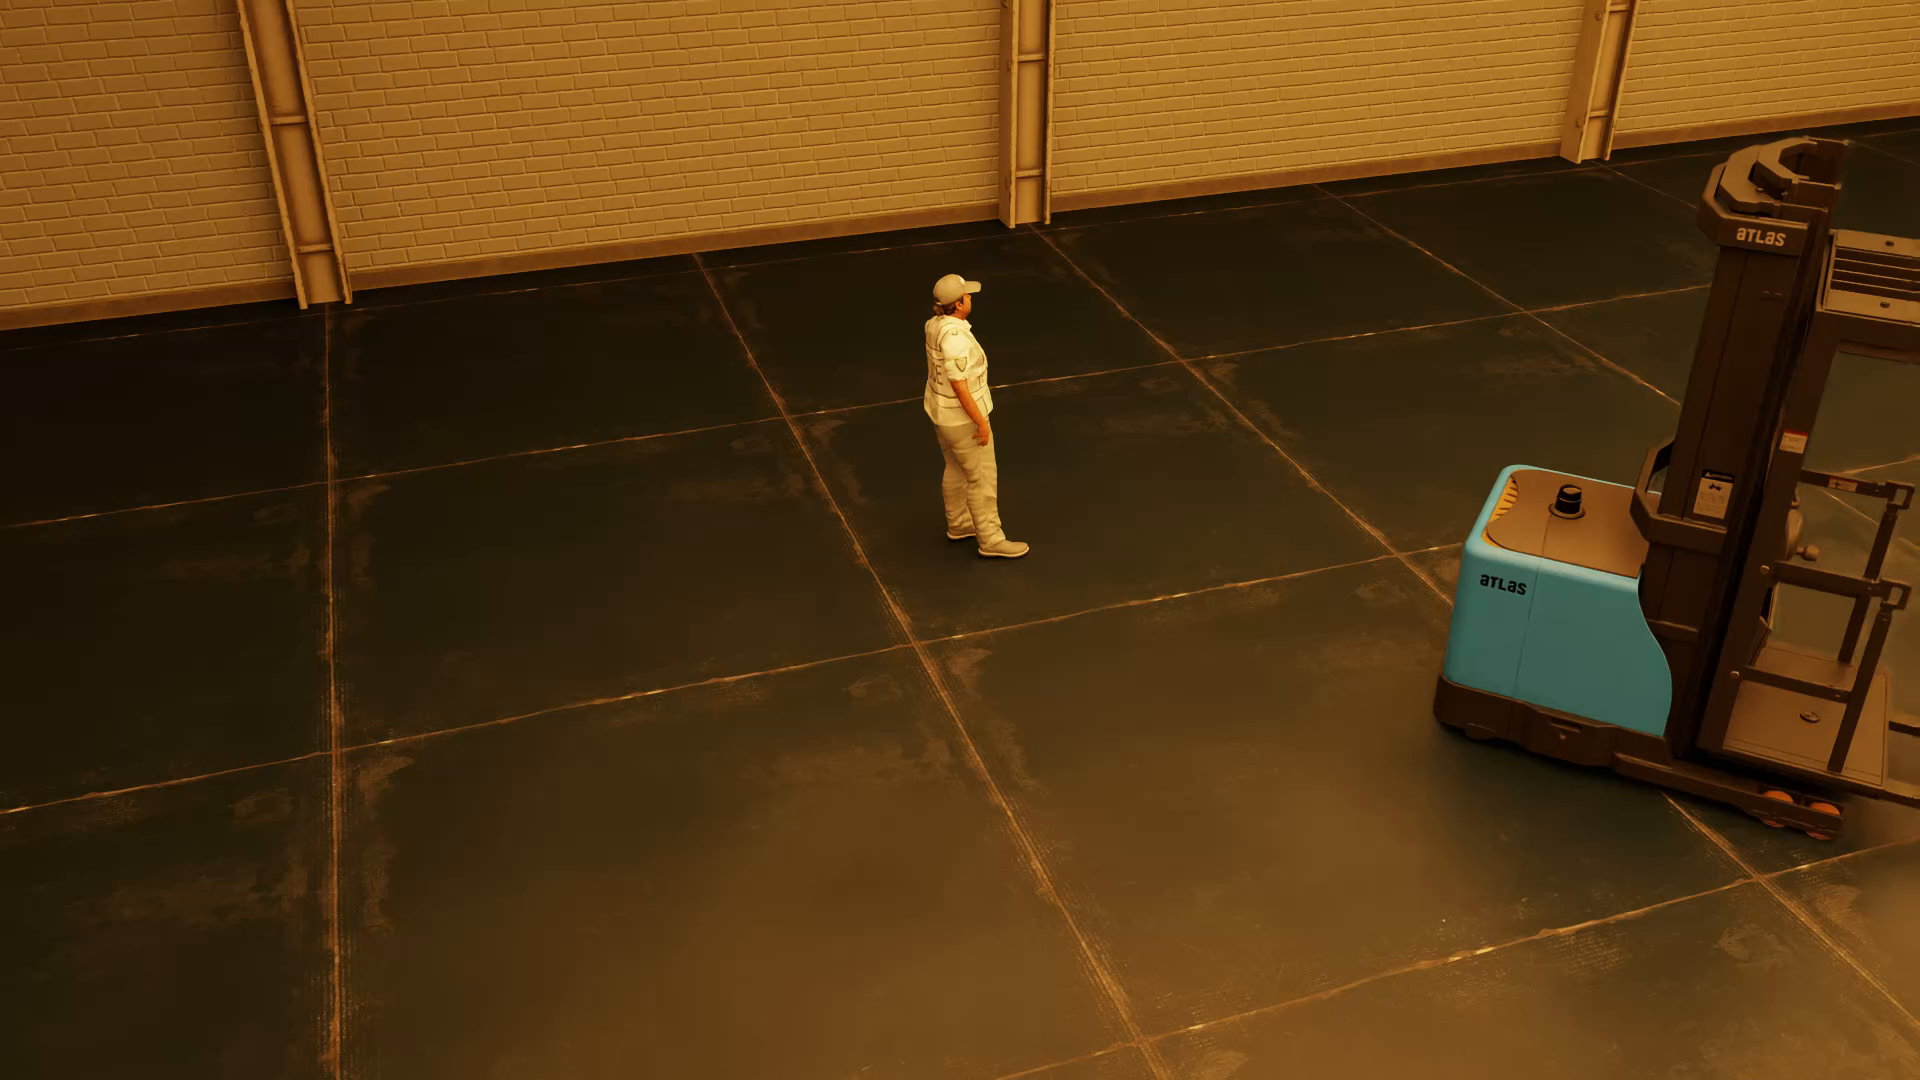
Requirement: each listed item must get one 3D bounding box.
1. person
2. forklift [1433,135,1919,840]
[{"bbox_3d":[0.080,-0.731,9.609,0.529,1.670,0.598,-10,31,-16],"label":"person"},{"bbox_3d":[3.931,-0.200,7.434,3.031,2.935,1.130,14,33,23],"label":"forklift"}]
